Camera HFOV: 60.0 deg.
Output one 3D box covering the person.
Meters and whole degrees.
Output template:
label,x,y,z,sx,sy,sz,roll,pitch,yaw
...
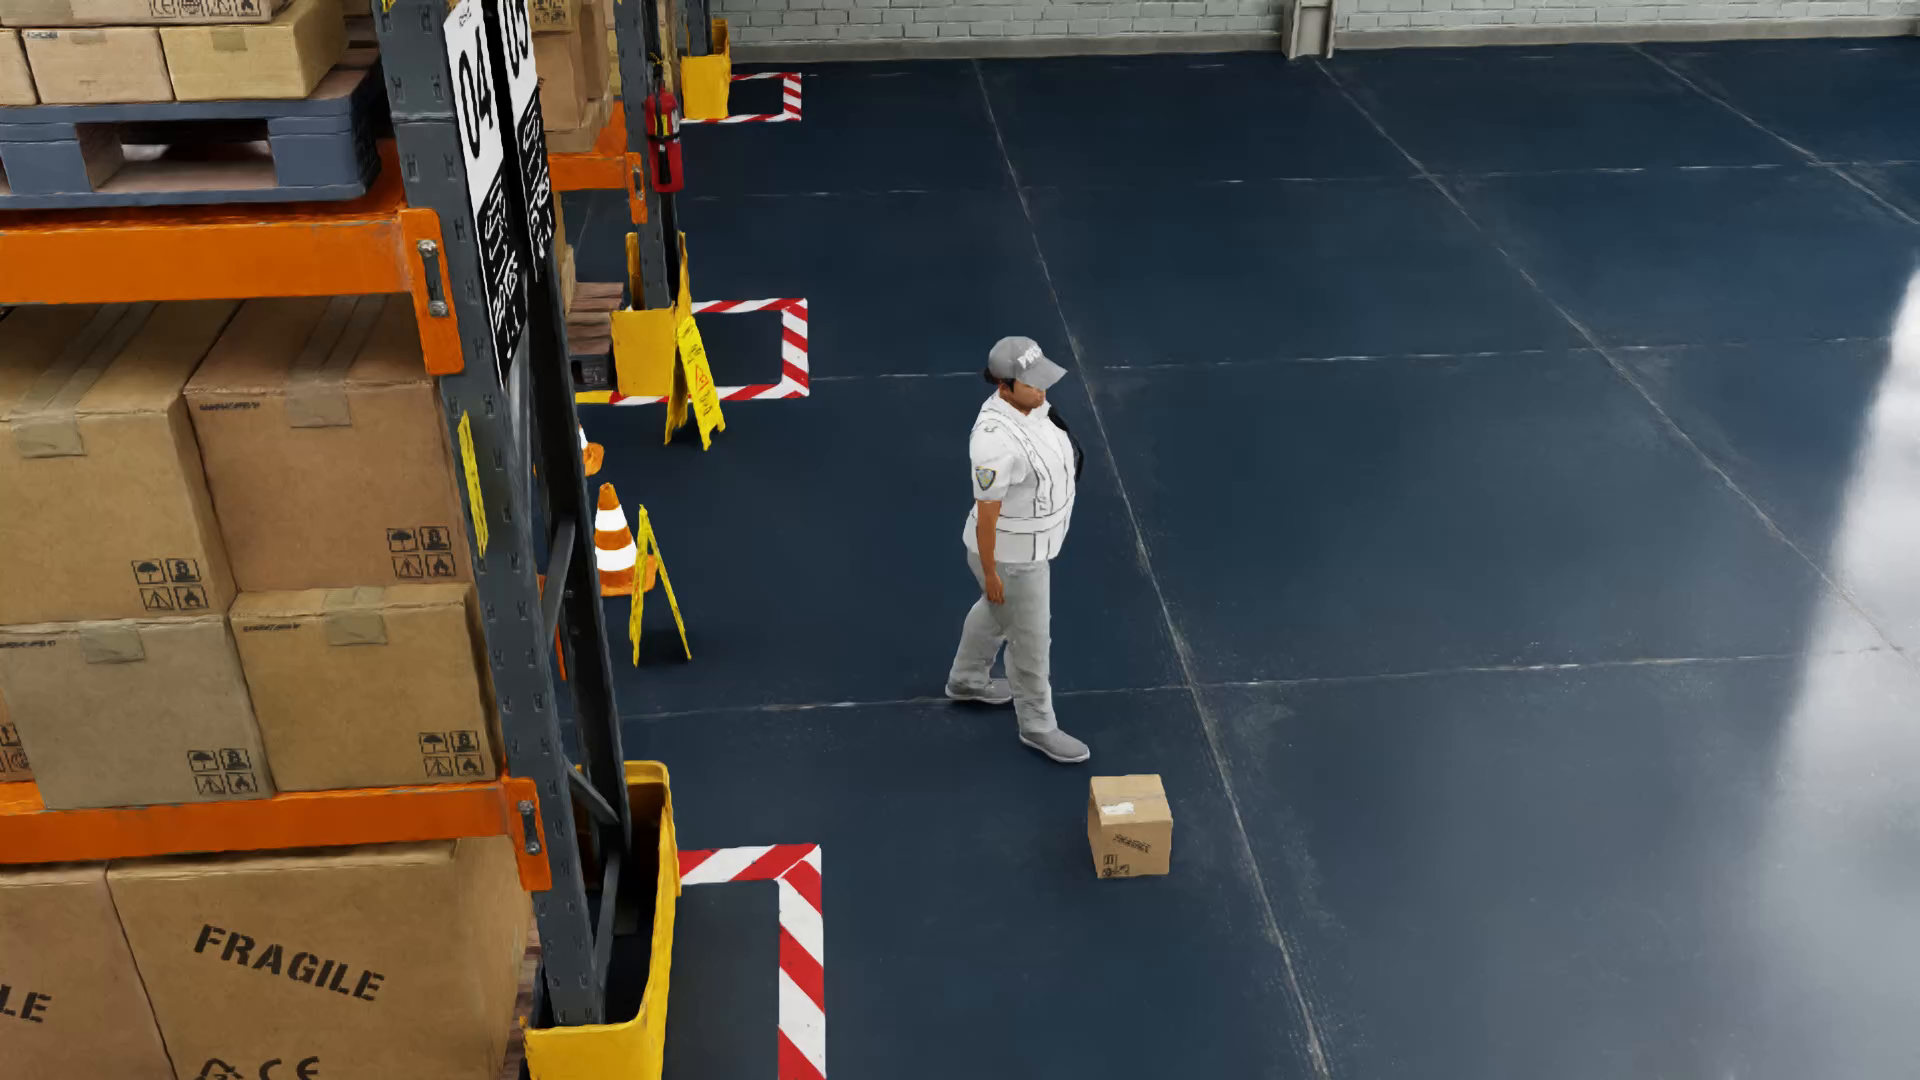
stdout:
label,x,y,z,sx,sy,sz,roll,pitch,yaw
person,0.229,0.009,6.102,0.643,1.654,0.470,9,33,15
